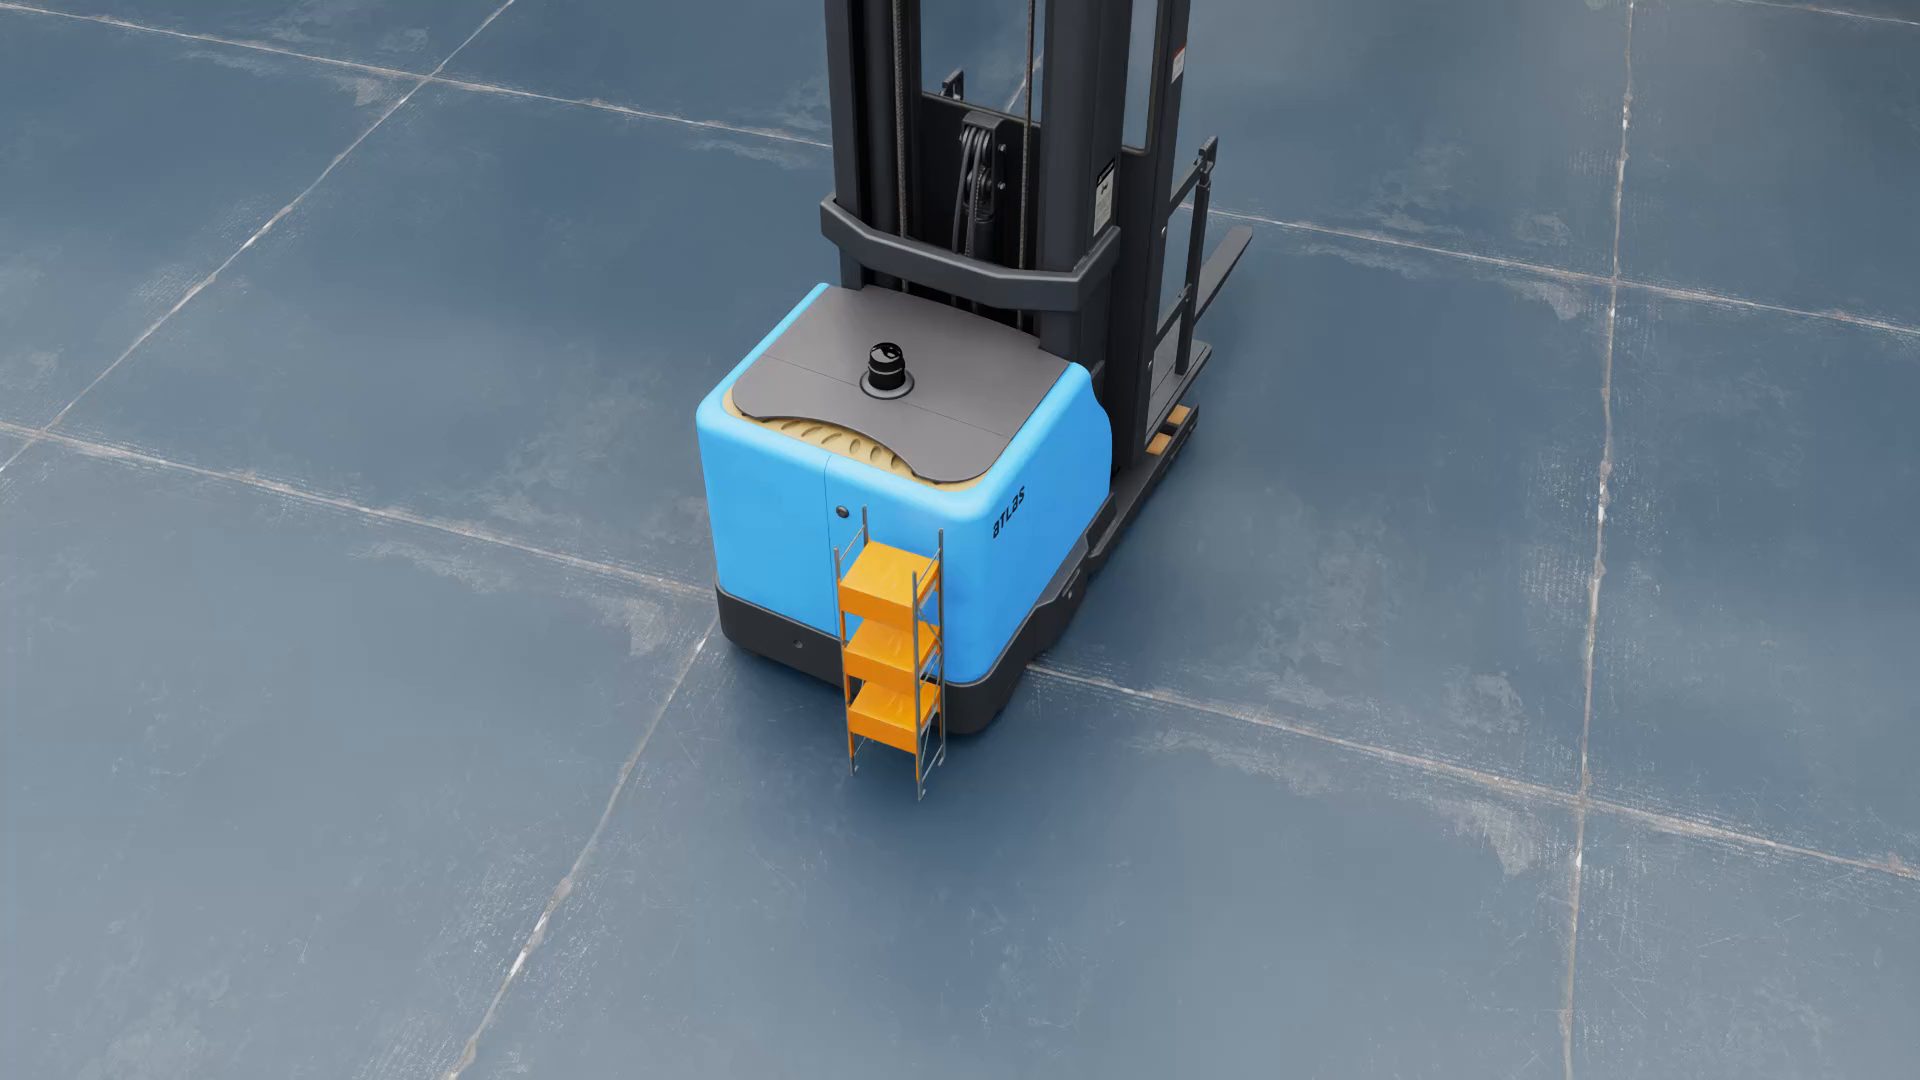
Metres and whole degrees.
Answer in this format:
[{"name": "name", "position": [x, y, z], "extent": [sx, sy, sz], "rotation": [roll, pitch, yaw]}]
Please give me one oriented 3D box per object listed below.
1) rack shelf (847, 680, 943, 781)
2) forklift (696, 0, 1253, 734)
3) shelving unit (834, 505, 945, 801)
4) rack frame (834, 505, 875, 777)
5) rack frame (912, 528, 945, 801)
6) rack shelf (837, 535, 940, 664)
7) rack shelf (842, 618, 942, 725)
[{"name": "rack shelf", "position": [-0.204, 0.577, 5.322], "extent": [0.240, 0.259, 0.215], "rotation": [17, 47, 17]}, {"name": "forklift", "position": [0.293, -1.437, 5.623], "extent": [1.130, 2.935, 3.031], "rotation": [20, 48, 19]}, {"name": "shelving unit", "position": [-0.204, 0.371, 5.120], "extent": [0.252, 1.050, 0.215], "rotation": [17, 47, 17]}, {"name": "rack frame", "position": [-0.315, 0.337, 5.155], "extent": [0.008, 1.050, 0.200], "rotation": [17, 47, 17]}, {"name": "rack frame", "position": [-0.092, 0.405, 5.085], "extent": [0.008, 1.050, 0.200], "rotation": [17, 47, 17]}, {"name": "rack shelf", "position": [-0.204, 0.176, 4.929], "extent": [0.240, 0.259, 0.215], "rotation": [17, 47, 17]}, {"name": "rack shelf", "position": [-0.204, 0.379, 5.127], "extent": [0.240, 0.259, 0.215], "rotation": [17, 47, 17]}]
